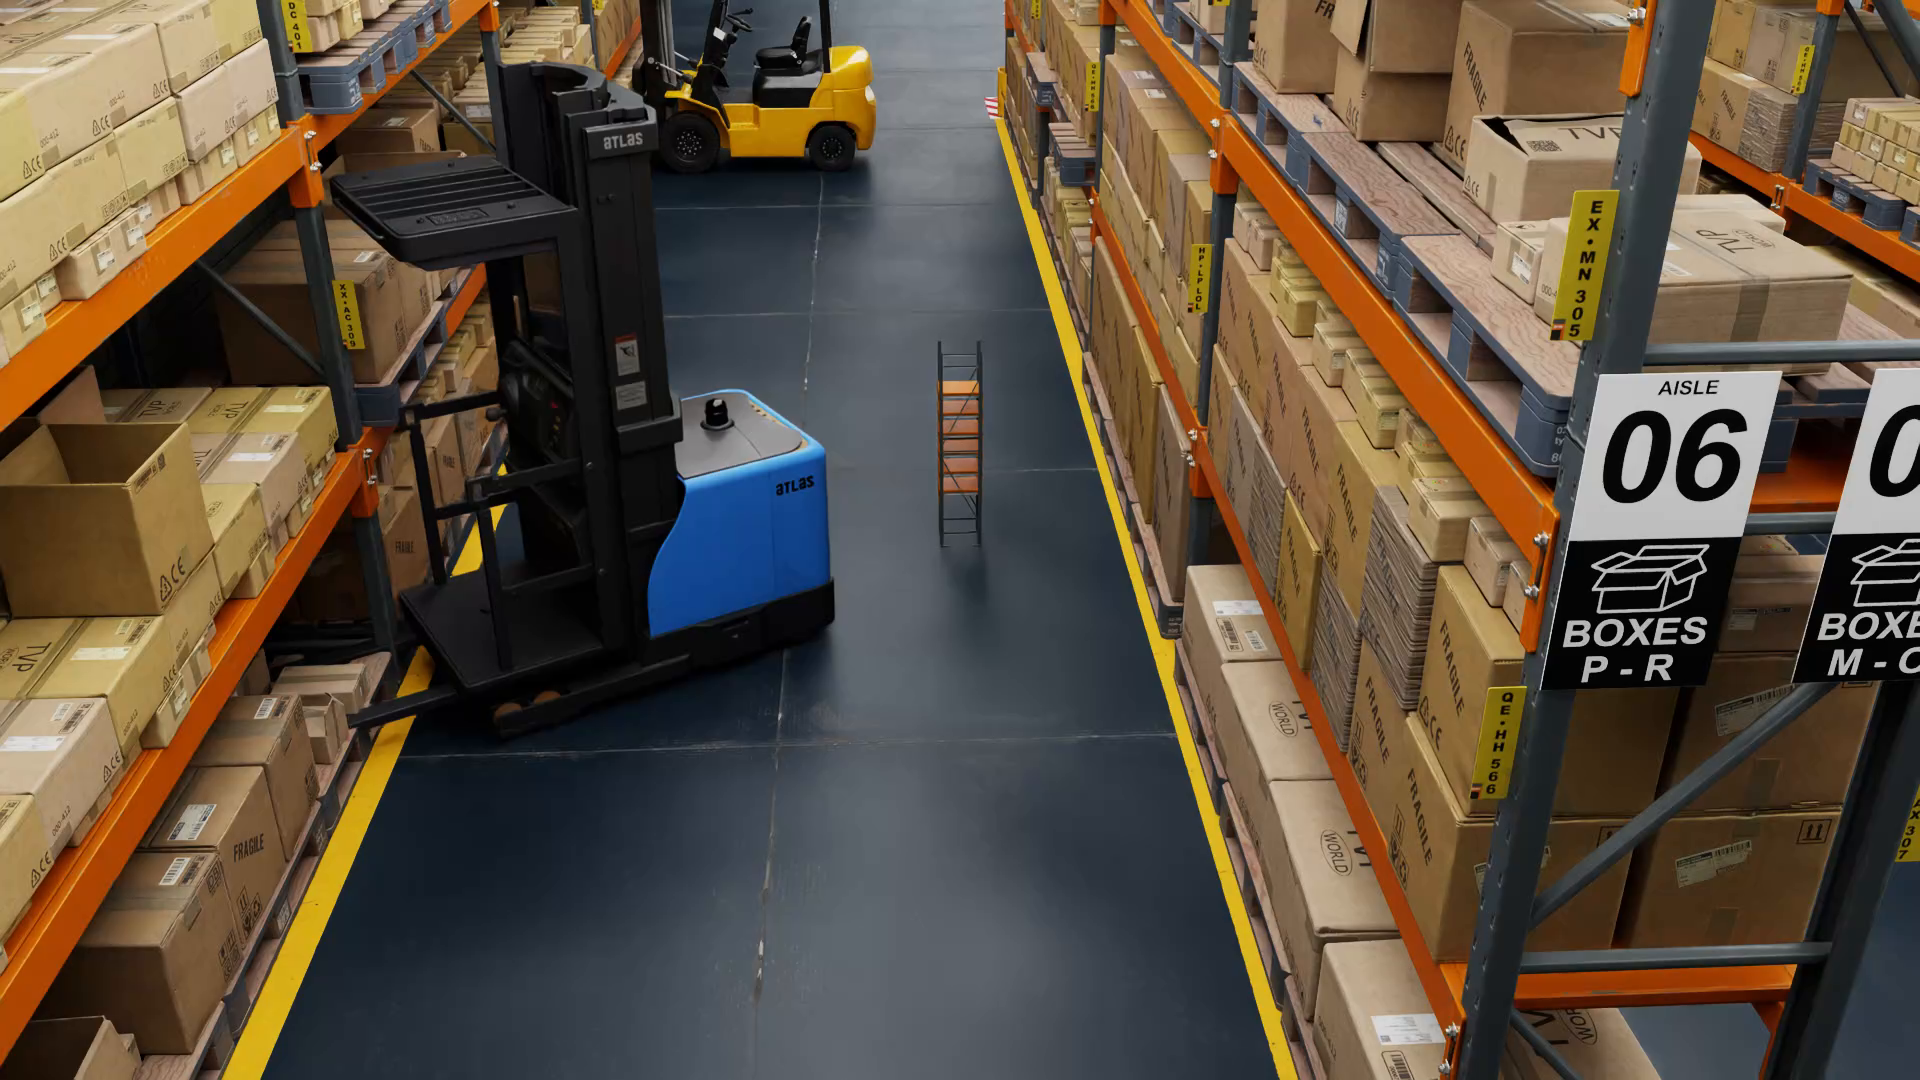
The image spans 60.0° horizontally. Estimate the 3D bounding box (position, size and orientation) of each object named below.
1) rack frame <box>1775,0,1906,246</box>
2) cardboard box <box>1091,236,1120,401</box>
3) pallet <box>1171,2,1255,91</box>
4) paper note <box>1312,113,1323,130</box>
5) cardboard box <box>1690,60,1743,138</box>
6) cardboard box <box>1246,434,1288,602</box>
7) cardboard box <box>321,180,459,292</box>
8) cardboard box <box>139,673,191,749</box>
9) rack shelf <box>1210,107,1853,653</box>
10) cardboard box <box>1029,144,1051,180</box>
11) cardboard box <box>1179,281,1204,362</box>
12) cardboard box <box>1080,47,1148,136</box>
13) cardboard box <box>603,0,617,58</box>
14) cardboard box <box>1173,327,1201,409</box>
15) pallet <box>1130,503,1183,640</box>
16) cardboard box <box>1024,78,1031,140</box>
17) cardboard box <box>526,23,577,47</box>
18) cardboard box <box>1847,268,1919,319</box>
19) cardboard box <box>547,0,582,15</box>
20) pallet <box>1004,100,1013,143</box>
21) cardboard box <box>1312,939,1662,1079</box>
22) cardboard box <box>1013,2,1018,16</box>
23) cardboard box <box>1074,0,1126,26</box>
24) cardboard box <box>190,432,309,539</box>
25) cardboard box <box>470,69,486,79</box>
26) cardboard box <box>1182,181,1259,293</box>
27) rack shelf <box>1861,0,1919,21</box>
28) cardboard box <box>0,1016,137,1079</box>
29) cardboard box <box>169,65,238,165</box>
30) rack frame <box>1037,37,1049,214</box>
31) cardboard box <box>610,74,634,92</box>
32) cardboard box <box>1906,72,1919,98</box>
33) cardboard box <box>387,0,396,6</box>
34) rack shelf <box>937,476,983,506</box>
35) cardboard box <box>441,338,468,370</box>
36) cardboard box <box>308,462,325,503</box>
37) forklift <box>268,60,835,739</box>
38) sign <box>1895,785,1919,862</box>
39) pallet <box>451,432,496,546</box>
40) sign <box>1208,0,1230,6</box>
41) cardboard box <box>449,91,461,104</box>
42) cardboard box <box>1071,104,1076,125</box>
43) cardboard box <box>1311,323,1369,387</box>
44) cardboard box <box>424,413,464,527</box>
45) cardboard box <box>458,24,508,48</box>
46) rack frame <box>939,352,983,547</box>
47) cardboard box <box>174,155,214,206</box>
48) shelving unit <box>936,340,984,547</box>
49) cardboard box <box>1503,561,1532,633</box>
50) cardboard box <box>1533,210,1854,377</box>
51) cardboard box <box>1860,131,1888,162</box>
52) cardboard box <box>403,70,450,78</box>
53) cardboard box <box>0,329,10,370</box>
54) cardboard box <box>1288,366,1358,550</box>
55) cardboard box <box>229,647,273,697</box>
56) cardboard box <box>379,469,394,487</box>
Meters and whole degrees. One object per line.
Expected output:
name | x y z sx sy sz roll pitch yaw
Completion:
rack frame | 6.375 -2.753 11.784 1.000 3.000 0.127 -1 28 -3
cardboard box | 1.390 -1.510 11.244 0.875 0.875 0.875 -2 28 -3
pallet | 1.548 -2.407 8.084 0.805 0.209 1.217 -2 28 -5
paper note | 1.164 -1.366 5.423 0.006 0.032 0.123 -1 28 -3
cardboard box | 6.032 -3.460 13.032 0.500 0.500 0.500 -2 28 -4
cardboard box | 1.450 -0.098 6.587 0.500 0.500 0.500 -1 28 -2
cardboard box | -3.181 -1.679 9.163 0.700 0.500 0.500 -2 28 -3
cardboard box | -2.863 0.586 5.654 0.380 0.149 0.250 -2 28 -4
rack shelf | 1.750 -0.827 5.626 1.077 0.370 4.000 -1 28 -3
cardboard box | 0.929 -3.667 16.057 0.500 0.250 0.500 0 28 0
cardboard box | 1.380 -1.092 8.222 0.500 0.250 0.500 -1 28 -3
cardboard box | 1.135 -3.152 11.666 0.500 0.500 0.500 -2 28 -4
cardboard box | -3.535 -4.808 15.617 0.500 0.500 0.500 -1 28 -2
cardboard box | 1.370 -0.874 8.344 0.500 0.250 0.500 -2 28 -4
pallet | 1.530 0.143 9.248 1.003 0.211 1.213 -1 28 -3
cardboard box | 0.901 -4.235 16.334 0.500 0.500 0.500 -1 28 -2
cardboard box | -3.351 -4.140 13.635 0.380 0.149 0.250 -2 28 -4
cardboard box | 6.196 -1.605 11.021 0.500 0.250 0.500 -2 28 -3
cardboard box | -3.483 -4.798 14.896 0.380 0.149 0.250 -2 28 -3
pallet | 1.030 -4.634 18.406 1.003 0.211 1.213 -1 28 -3
cardboard box | 1.720 1.755 5.457 0.875 0.438 0.875 -2 28 -4
cardboard box | 0.758 -5.649 17.609 0.380 0.149 0.250 -1 28 -2
cardboard box | 1.070 -3.985 12.562 0.380 0.149 0.250 -3 28 -5
cardboard box | -3.000 -0.223 6.774 0.500 0.250 0.500 -1 28 -2
cardboard box | -3.323 -3.313 12.049 0.380 0.149 0.250 -1 28 -2
cardboard box | 1.372 -1.427 8.053 0.500 0.500 0.500 -1 28 -1
rack shelf | 11.020 -5.278 17.403 1.077 0.370 4.000 -1 28 -3
cardboard box | -3.040 1.865 5.175 0.797 0.503 0.637 -2 28 -5
cardboard box | -2.998 -1.557 6.088 0.500 0.250 0.500 -2 28 -4
rack frame | 1.228 -4.434 15.007 1.000 3.000 0.127 -1 28 -3
cardboard box | -3.495 -4.419 16.418 0.500 0.250 0.500 0 28 -1
cardboard box | 10.931 -5.309 18.935 0.500 0.500 0.500 4 28 7
cardboard box | -2.985 -2.686 8.122 0.380 0.149 0.250 -2 28 -3
rack shelf | -0.001 -0.286 9.617 0.258 0.103 0.180 -1 28 -3
cardboard box | -3.244 -1.122 10.206 0.380 0.149 0.250 -2 28 -3
cardboard box | -3.007 -0.245 7.249 0.380 0.149 0.250 -1 28 -1
forklift | -2.176 -0.631 7.790 3.031 2.935 1.130 -17 32 -29
sign | 2.409 0.678 4.184 0.100 0.325 0.005 -1 28 -3
pallet | -3.458 -0.321 10.137 1.003 0.211 1.213 -1 28 -3
sign | 1.104 -2.420 7.004 0.100 0.325 0.005 -1 28 -3
cardboard box | -3.849 -3.057 11.989 0.500 0.250 0.500 -1 28 -2
cardboard box | 1.035 -3.161 12.384 0.380 0.149 0.250 -3 28 -5
cardboard box | 1.464 -0.659 5.879 0.380 0.149 0.250 -1 28 -2
cardboard box | -3.171 -0.401 9.524 0.500 0.500 0.500 -2 28 -4
cardboard box | -3.917 -4.119 13.594 0.380 0.149 0.250 -2 28 -3
rack frame | 0.004 -0.496 9.404 0.240 1.200 0.006 -1 28 -3
cardboard box | -2.974 -1.327 6.078 0.380 0.149 0.250 -1 28 -3
shelving unit | -0.001 -0.539 9.485 0.258 1.200 0.189 -1 28 -3
cardboard box | 1.636 0.172 4.286 0.380 0.149 0.250 -1 28 -2
cardboard box | 1.741 -0.592 3.997 0.500 0.250 0.500 -4 28 -7
cardboard box | 6.216 -2.606 10.999 0.380 0.149 0.250 0 28 0
cardboard box | -3.899 -3.293 12.011 0.380 0.149 0.250 -2 28 -4
cardboard box | -2.833 -0.499 4.491 0.380 0.149 0.250 -1 28 -2
cardboard box | 1.488 -0.298 5.888 0.500 0.500 0.500 -2 28 -3
cardboard box | -3.513 0.699 7.620 0.500 0.311 0.500 0 28 -1
cardboard box | -3.156 -0.281 8.593 0.380 0.149 0.250 -2 28 -4
